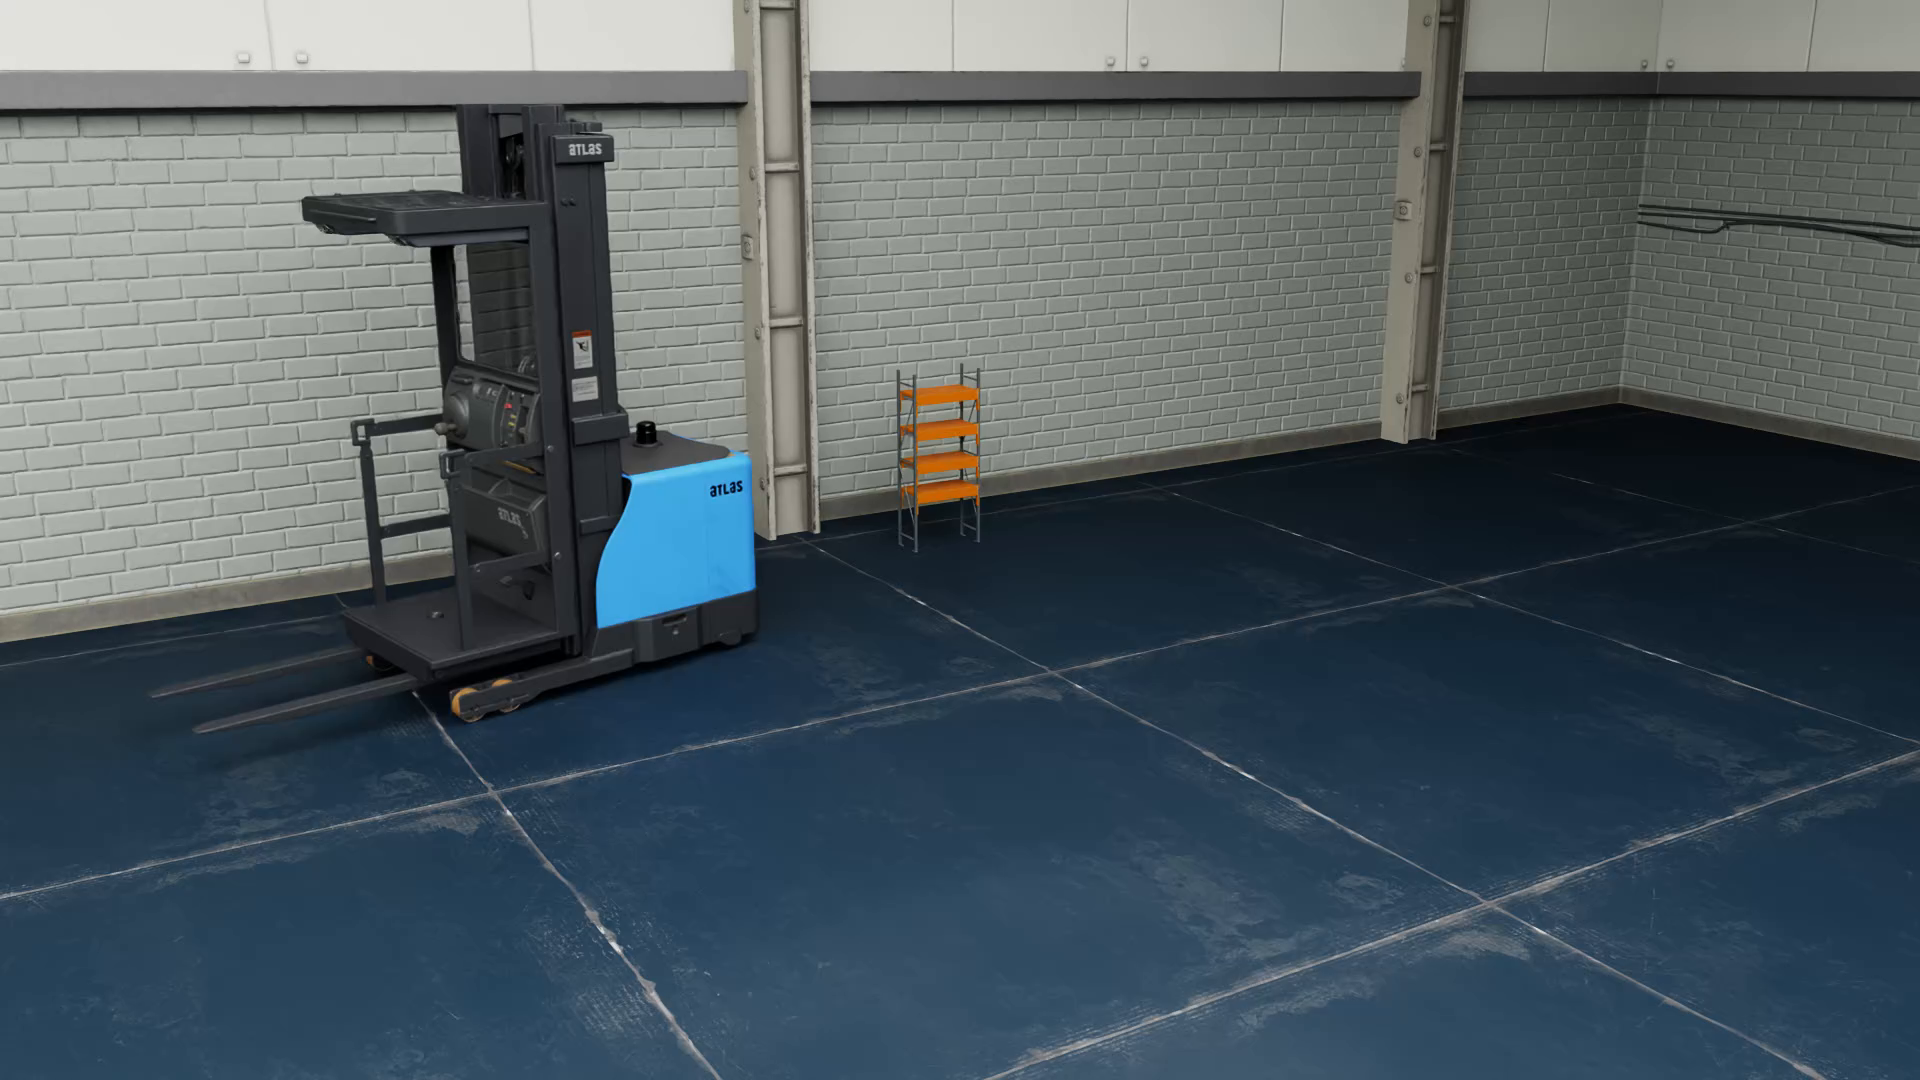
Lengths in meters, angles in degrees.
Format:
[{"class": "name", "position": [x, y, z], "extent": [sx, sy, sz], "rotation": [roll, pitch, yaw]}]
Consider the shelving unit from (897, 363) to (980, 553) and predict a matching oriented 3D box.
[{"class": "shelving unit", "position": [-0.142, -0.555, 11.166], "extent": [0.503, 1.200, 0.258], "rotation": [-9, 18, -30]}]

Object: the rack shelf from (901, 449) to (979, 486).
[{"class": "rack shelf", "position": [-0.142, -0.490, 11.184], "extent": [0.480, 0.148, 0.258], "rotation": [-9, 18, -30]}]

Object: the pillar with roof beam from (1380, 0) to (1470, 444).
[{"class": "pillar with roof beam", "position": [6.143, -4.232, 9.834], "extent": [0.400, 9.000, 9.100], "rotation": [-9, 18, -30]}]

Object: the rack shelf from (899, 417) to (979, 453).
[{"class": "rack shelf", "position": [-0.142, -0.705, 11.124], "extent": [0.480, 0.148, 0.258], "rotation": [-9, 18, -30]}]

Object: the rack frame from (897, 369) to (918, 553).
[{"class": "rack frame", "position": [-0.351, -0.521, 11.045], "extent": [0.015, 1.200, 0.240], "rotation": [-9, 18, -30]}]

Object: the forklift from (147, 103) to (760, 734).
[{"class": "forklift", "position": [-2.552, -0.671, 8.373], "extent": [3.031, 2.935, 1.130], "rotation": [-14, 21, -41]}]

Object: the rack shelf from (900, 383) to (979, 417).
[{"class": "rack shelf", "position": [-0.142, -0.933, 11.060], "extent": [0.480, 0.148, 0.258], "rotation": [-9, 18, -30]}]

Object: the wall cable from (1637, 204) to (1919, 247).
[{"class": "wall cable", "position": [7.132, -3.836, 14.175], "extent": [0.112, 2.526, 3.097], "rotation": [-9, 18, -30]}]

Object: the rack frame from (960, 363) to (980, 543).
[{"class": "rack frame", "position": [0.067, -0.589, 11.287], "extent": [0.015, 1.200, 0.240], "rotation": [-9, 18, -30]}]

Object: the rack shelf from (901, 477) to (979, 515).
[{"class": "rack shelf", "position": [-0.142, -0.299, 11.238], "extent": [0.480, 0.148, 0.258], "rotation": [-9, 18, -30]}]

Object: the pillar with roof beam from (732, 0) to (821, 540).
[{"class": "pillar with roof beam", "position": [1.000, -3.398, 6.858], "extent": [0.400, 9.000, 9.100], "rotation": [-9, 18, -30]}]
